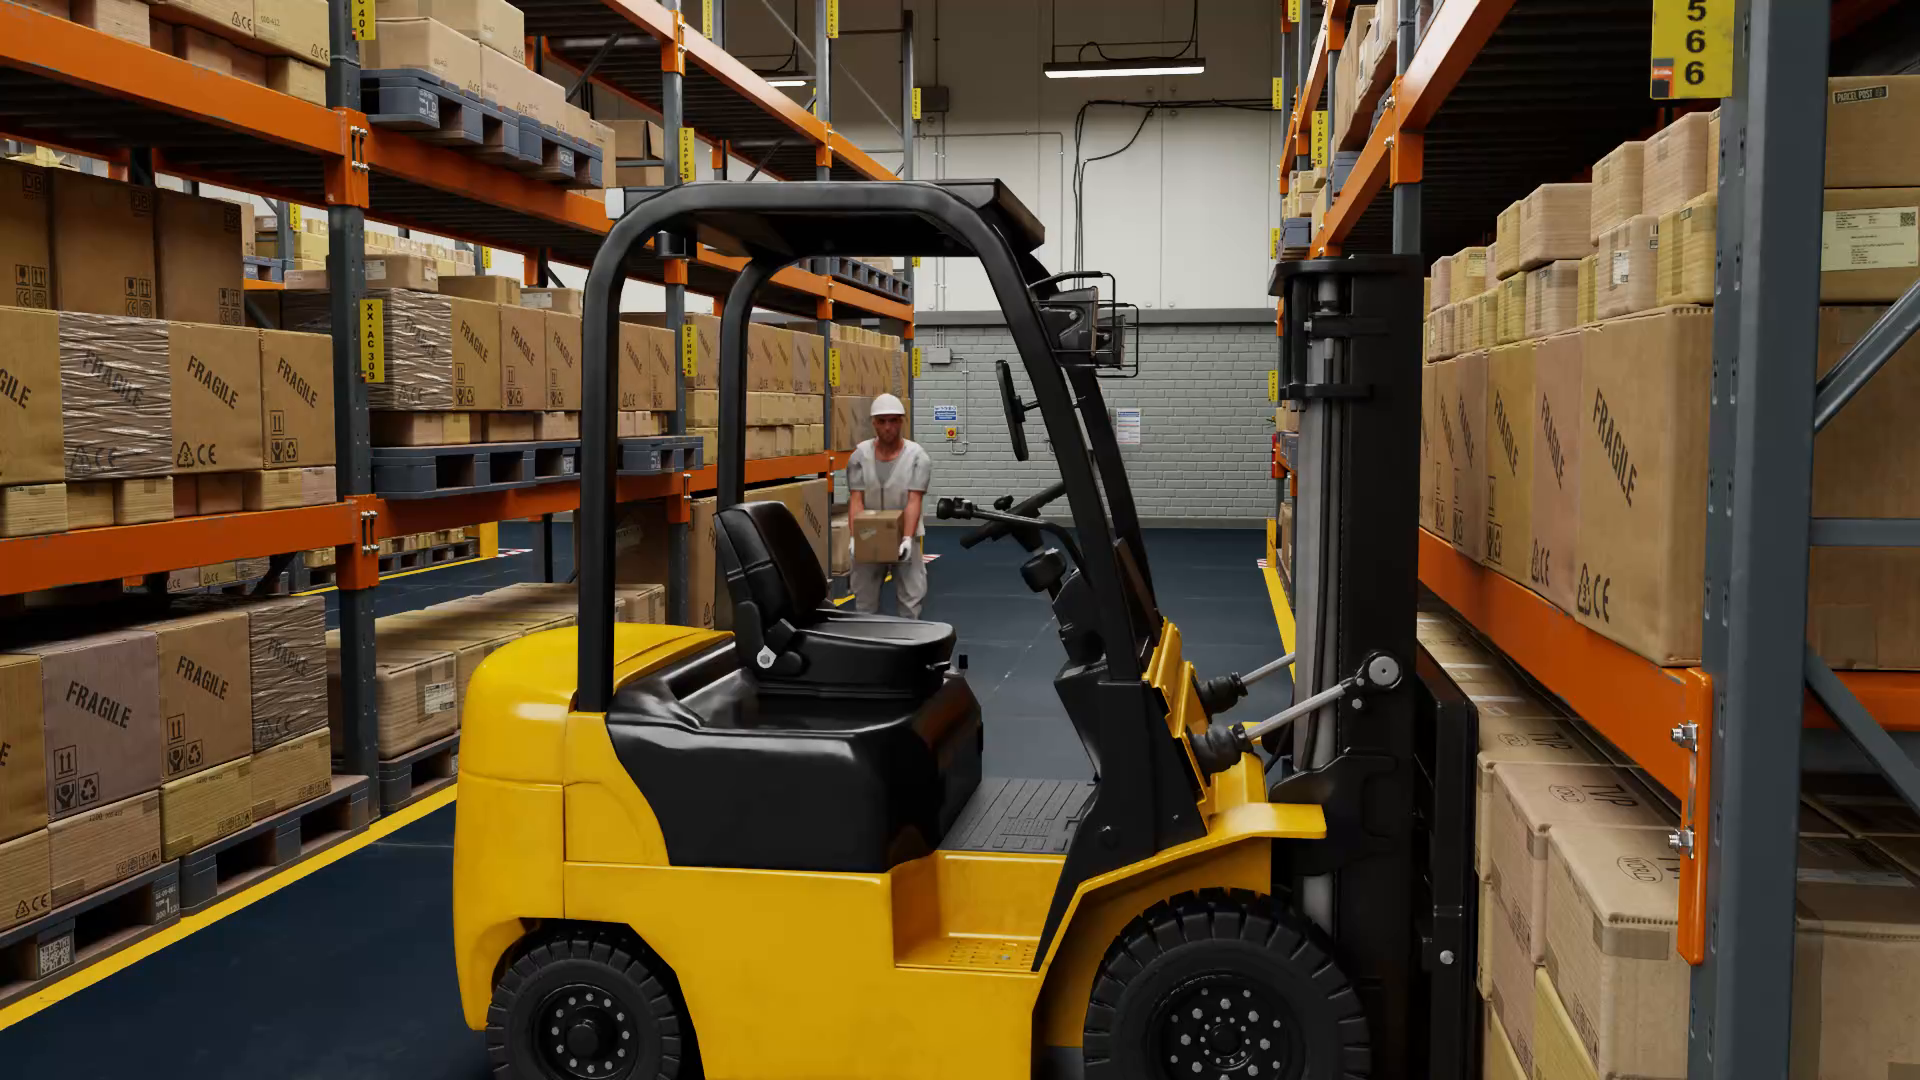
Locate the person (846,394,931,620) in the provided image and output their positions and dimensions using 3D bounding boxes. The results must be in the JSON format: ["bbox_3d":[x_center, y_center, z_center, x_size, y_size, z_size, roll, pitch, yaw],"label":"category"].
[{"bbox_3d":[-0.415,0.035,9.640,0.491,1.760,0.583,1,4,8],"label":"person"}]
